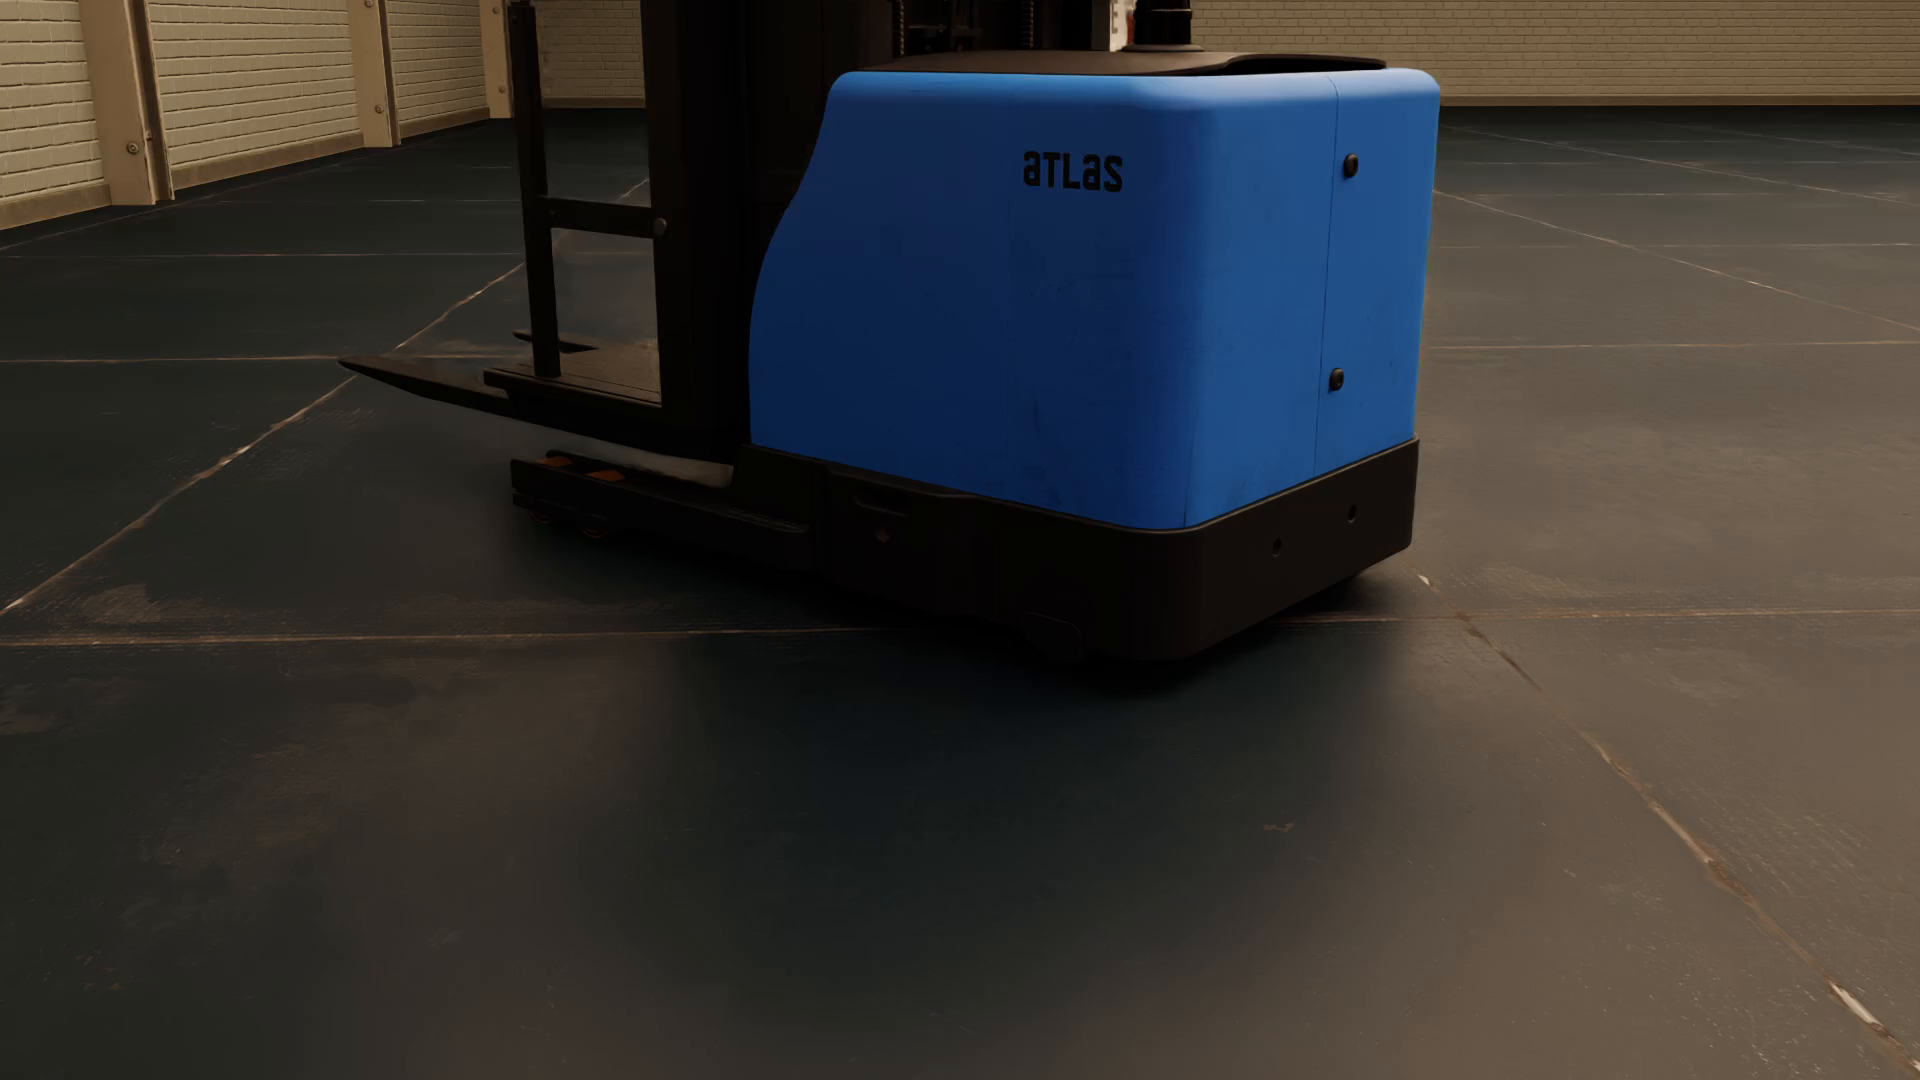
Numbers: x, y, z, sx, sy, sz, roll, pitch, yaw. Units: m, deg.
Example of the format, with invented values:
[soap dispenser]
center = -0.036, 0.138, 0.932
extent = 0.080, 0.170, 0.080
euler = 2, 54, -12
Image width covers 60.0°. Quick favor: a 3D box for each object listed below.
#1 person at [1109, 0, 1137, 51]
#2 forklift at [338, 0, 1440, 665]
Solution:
[person]
center = 0.451, -1.903, 7.069
extent = 0.640, 1.781, 0.576
euler = -4, 18, -13
[forklift]
center = -0.459, -1.507, 3.833
extent = 3.031, 2.935, 1.130
euler = 14, 22, 38
